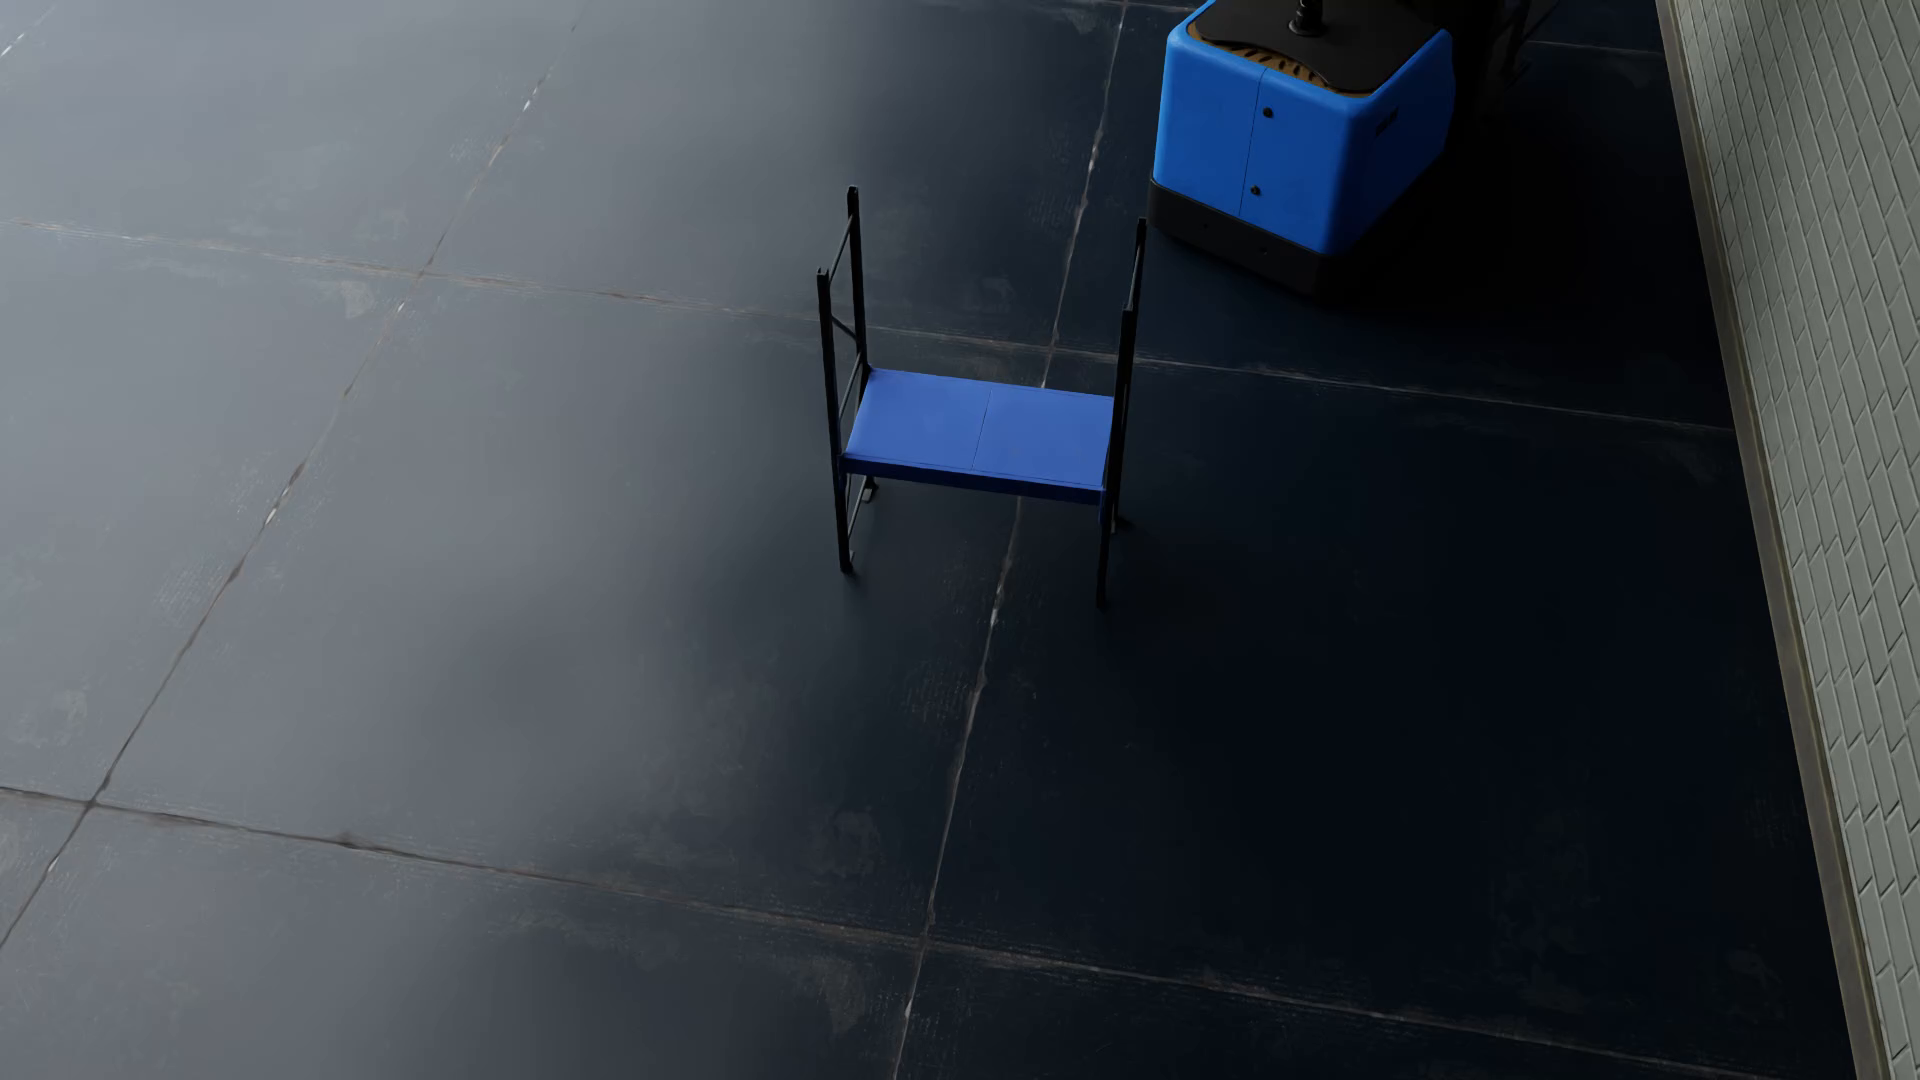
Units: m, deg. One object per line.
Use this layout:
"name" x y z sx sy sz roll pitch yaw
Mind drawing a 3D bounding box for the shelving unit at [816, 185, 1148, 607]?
"shelving unit" 0.084 -0.490 6.154 1.048 1.500 0.538 8 49 7

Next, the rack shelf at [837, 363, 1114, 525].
"rack shelf" 0.084 -0.370 6.288 1.000 0.185 0.538 8 49 7

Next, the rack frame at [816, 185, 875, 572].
"rack frame" -0.416 -0.557 6.214 0.032 1.500 0.500 8 49 7

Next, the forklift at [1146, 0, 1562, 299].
"forklift" 2.183 -3.137 7.571 1.130 2.935 3.031 29 54 24

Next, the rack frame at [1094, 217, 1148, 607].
"rack frame" 0.584 -0.423 6.094 0.032 1.500 0.500 8 49 7
